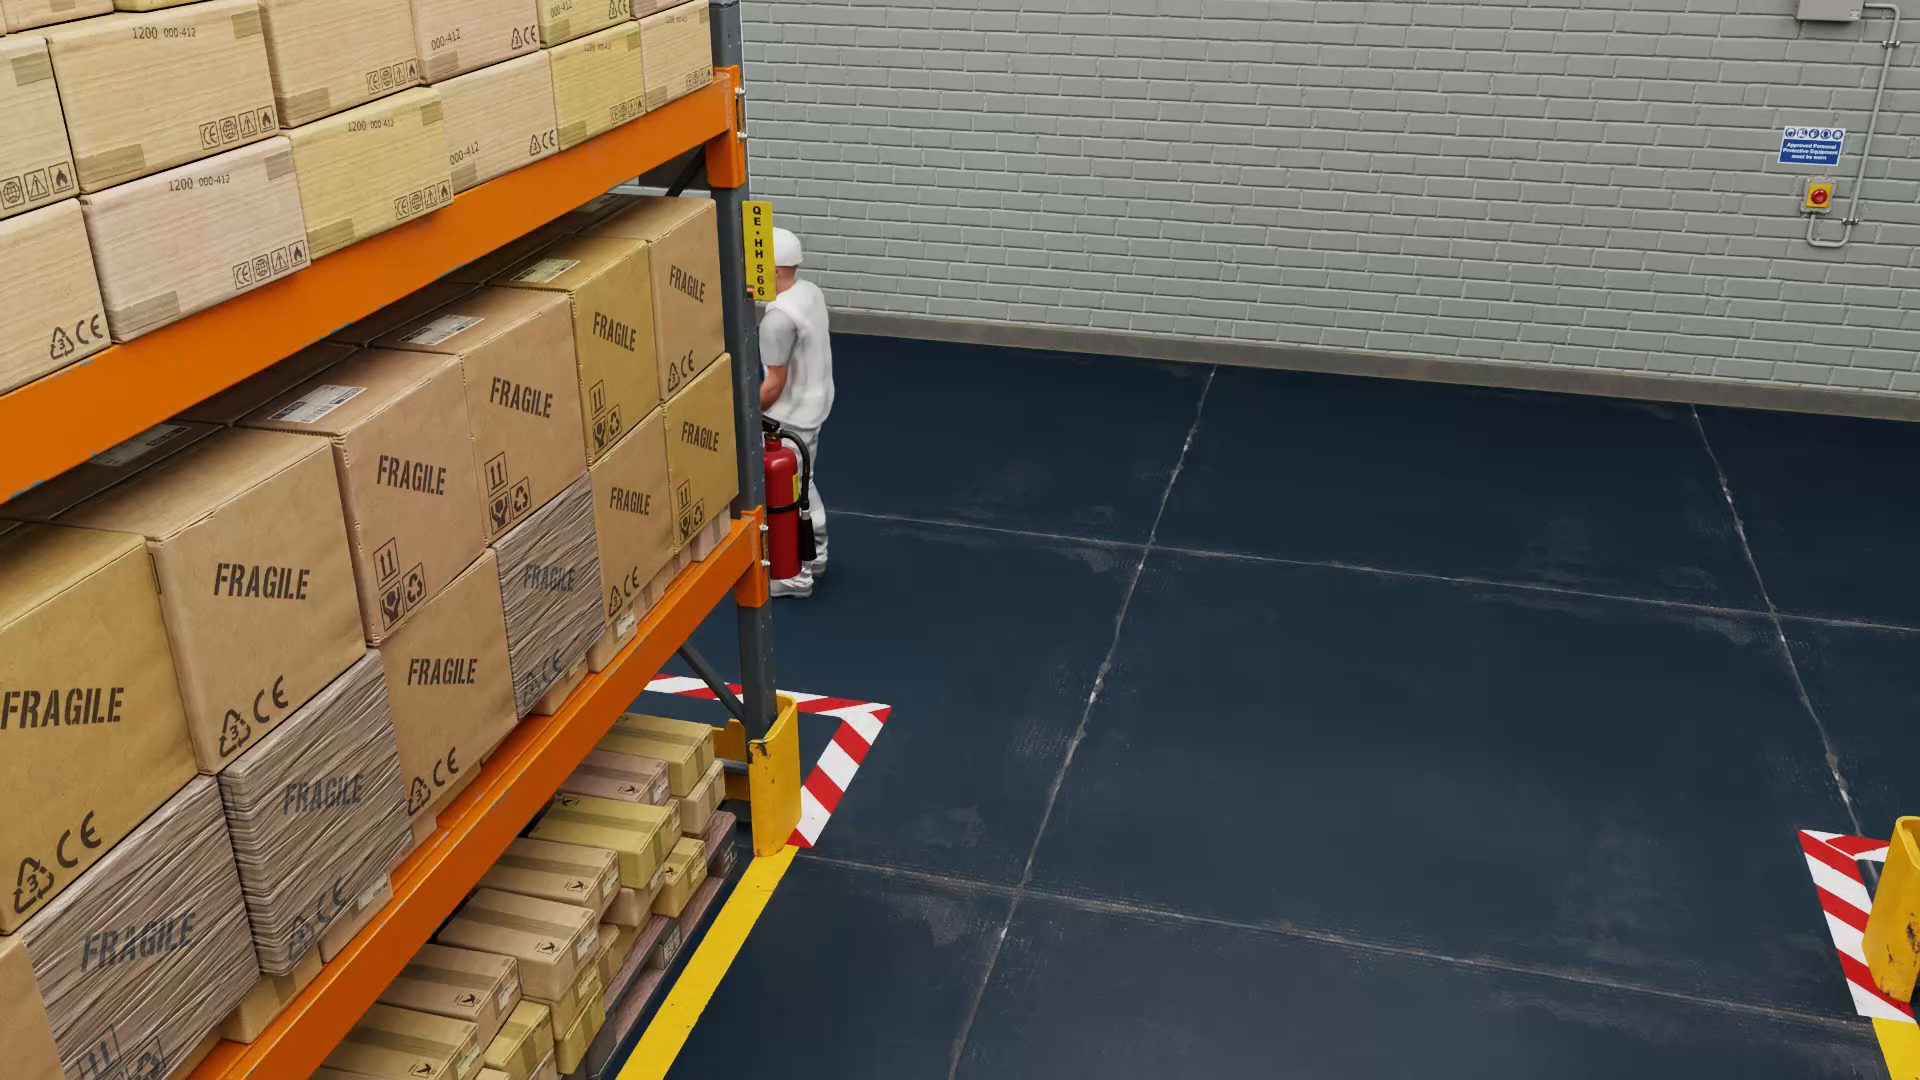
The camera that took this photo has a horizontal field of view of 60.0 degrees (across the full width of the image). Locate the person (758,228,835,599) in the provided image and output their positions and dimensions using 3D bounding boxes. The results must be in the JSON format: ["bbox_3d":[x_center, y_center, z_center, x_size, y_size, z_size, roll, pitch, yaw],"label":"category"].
[{"bbox_3d":[-0.822,-0.590,7.838,0.437,1.789,0.539,6,26,12],"label":"person"}]
